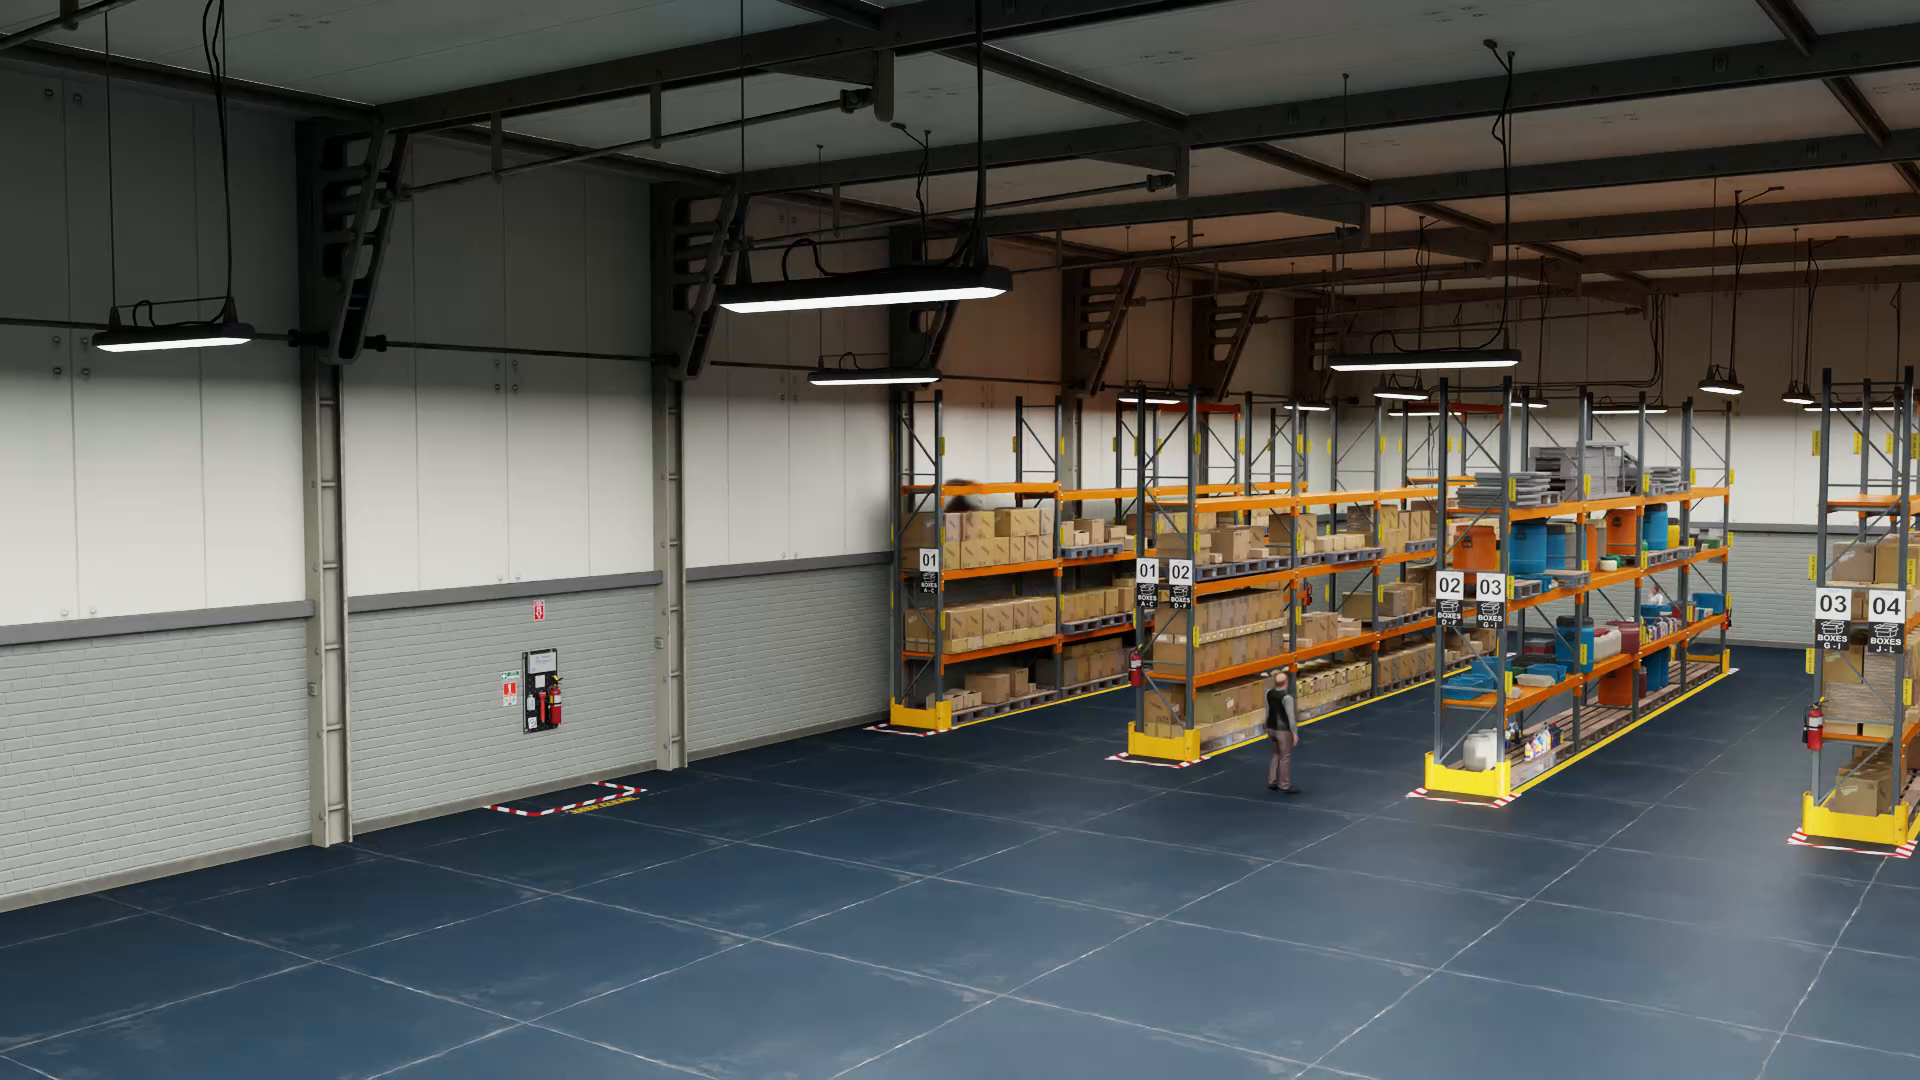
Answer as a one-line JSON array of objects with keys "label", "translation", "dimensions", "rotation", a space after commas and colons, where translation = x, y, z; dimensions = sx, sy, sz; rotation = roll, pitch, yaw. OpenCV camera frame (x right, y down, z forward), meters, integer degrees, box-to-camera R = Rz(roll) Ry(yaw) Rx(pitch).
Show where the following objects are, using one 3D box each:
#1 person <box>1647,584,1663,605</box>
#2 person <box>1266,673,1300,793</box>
[{"label": "person", "translation": [17.133, 1.883, 40.989], "dimensions": [0.471, 1.603, 0.427], "rotation": [-1, 3, -19]}, {"label": "person", "translation": [4.681, 2.825, 24.065], "dimensions": [0.402, 1.807, 0.593], "rotation": [-2, 4, -26]}]
